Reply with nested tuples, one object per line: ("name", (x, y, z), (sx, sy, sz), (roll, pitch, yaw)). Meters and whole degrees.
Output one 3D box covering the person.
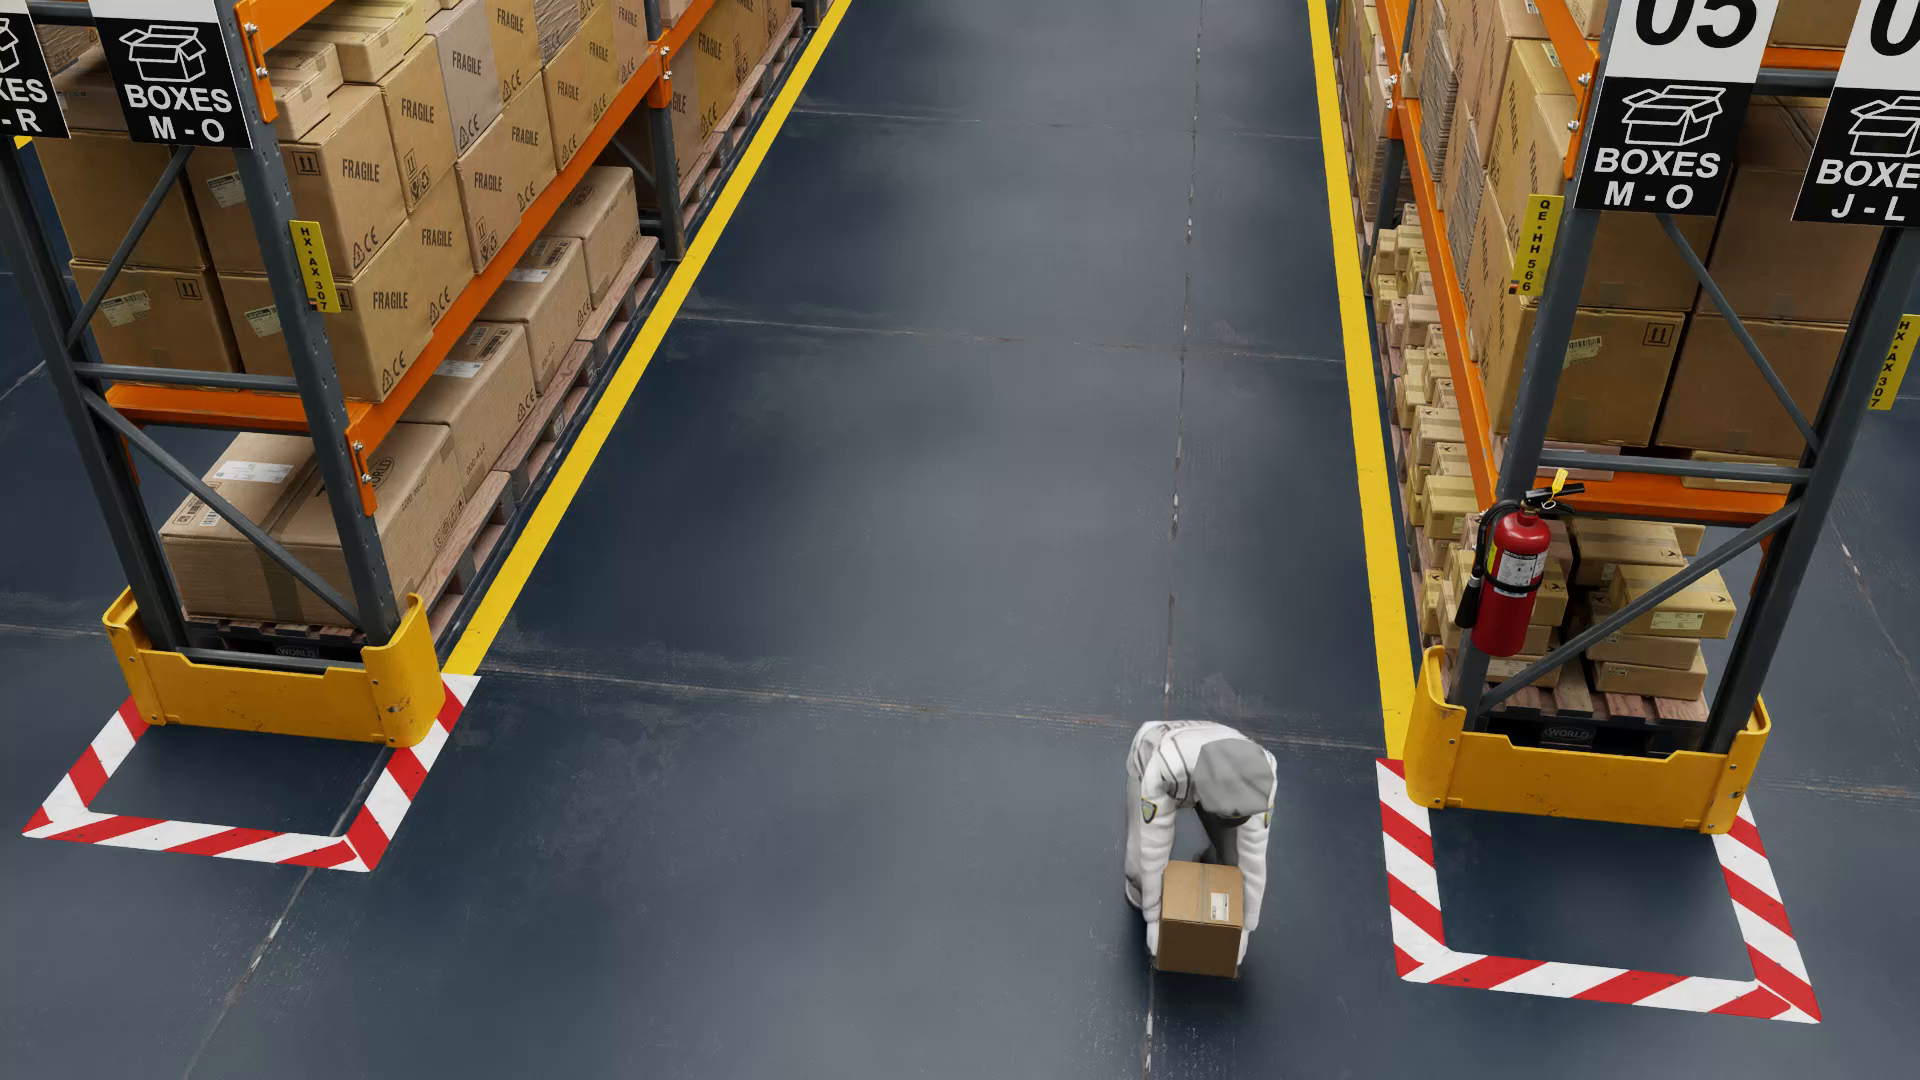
("person", (0.783, 0.904, 5.501), (0.471, 0.990, 0.828), (0, 36, 0))
